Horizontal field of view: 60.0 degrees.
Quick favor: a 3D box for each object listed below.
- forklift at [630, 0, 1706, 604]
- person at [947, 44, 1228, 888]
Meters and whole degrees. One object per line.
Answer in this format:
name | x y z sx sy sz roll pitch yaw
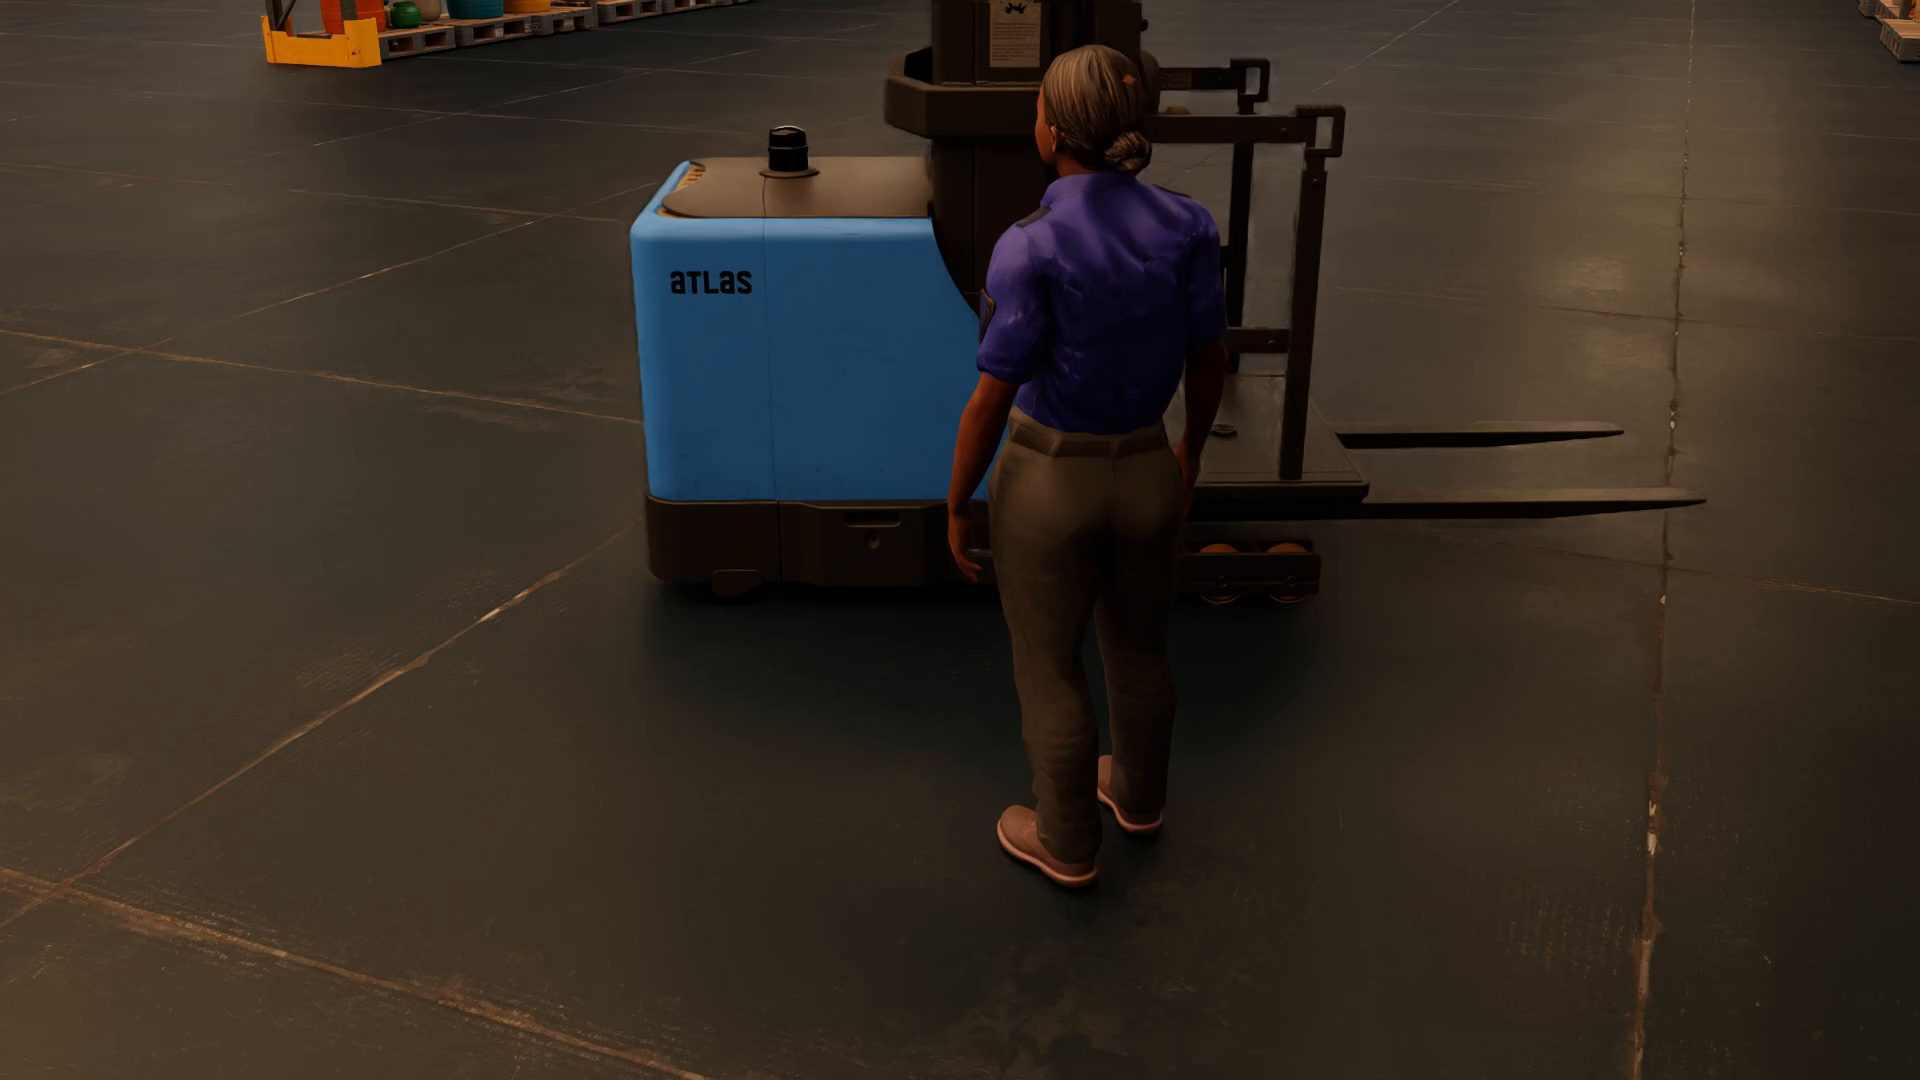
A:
forklift | 0.631 -1.378 4.588 3.031 2.935 1.130 0 23 -1
person | 0.216 -0.102 3.188 0.570 1.642 0.504 -10 25 -22
